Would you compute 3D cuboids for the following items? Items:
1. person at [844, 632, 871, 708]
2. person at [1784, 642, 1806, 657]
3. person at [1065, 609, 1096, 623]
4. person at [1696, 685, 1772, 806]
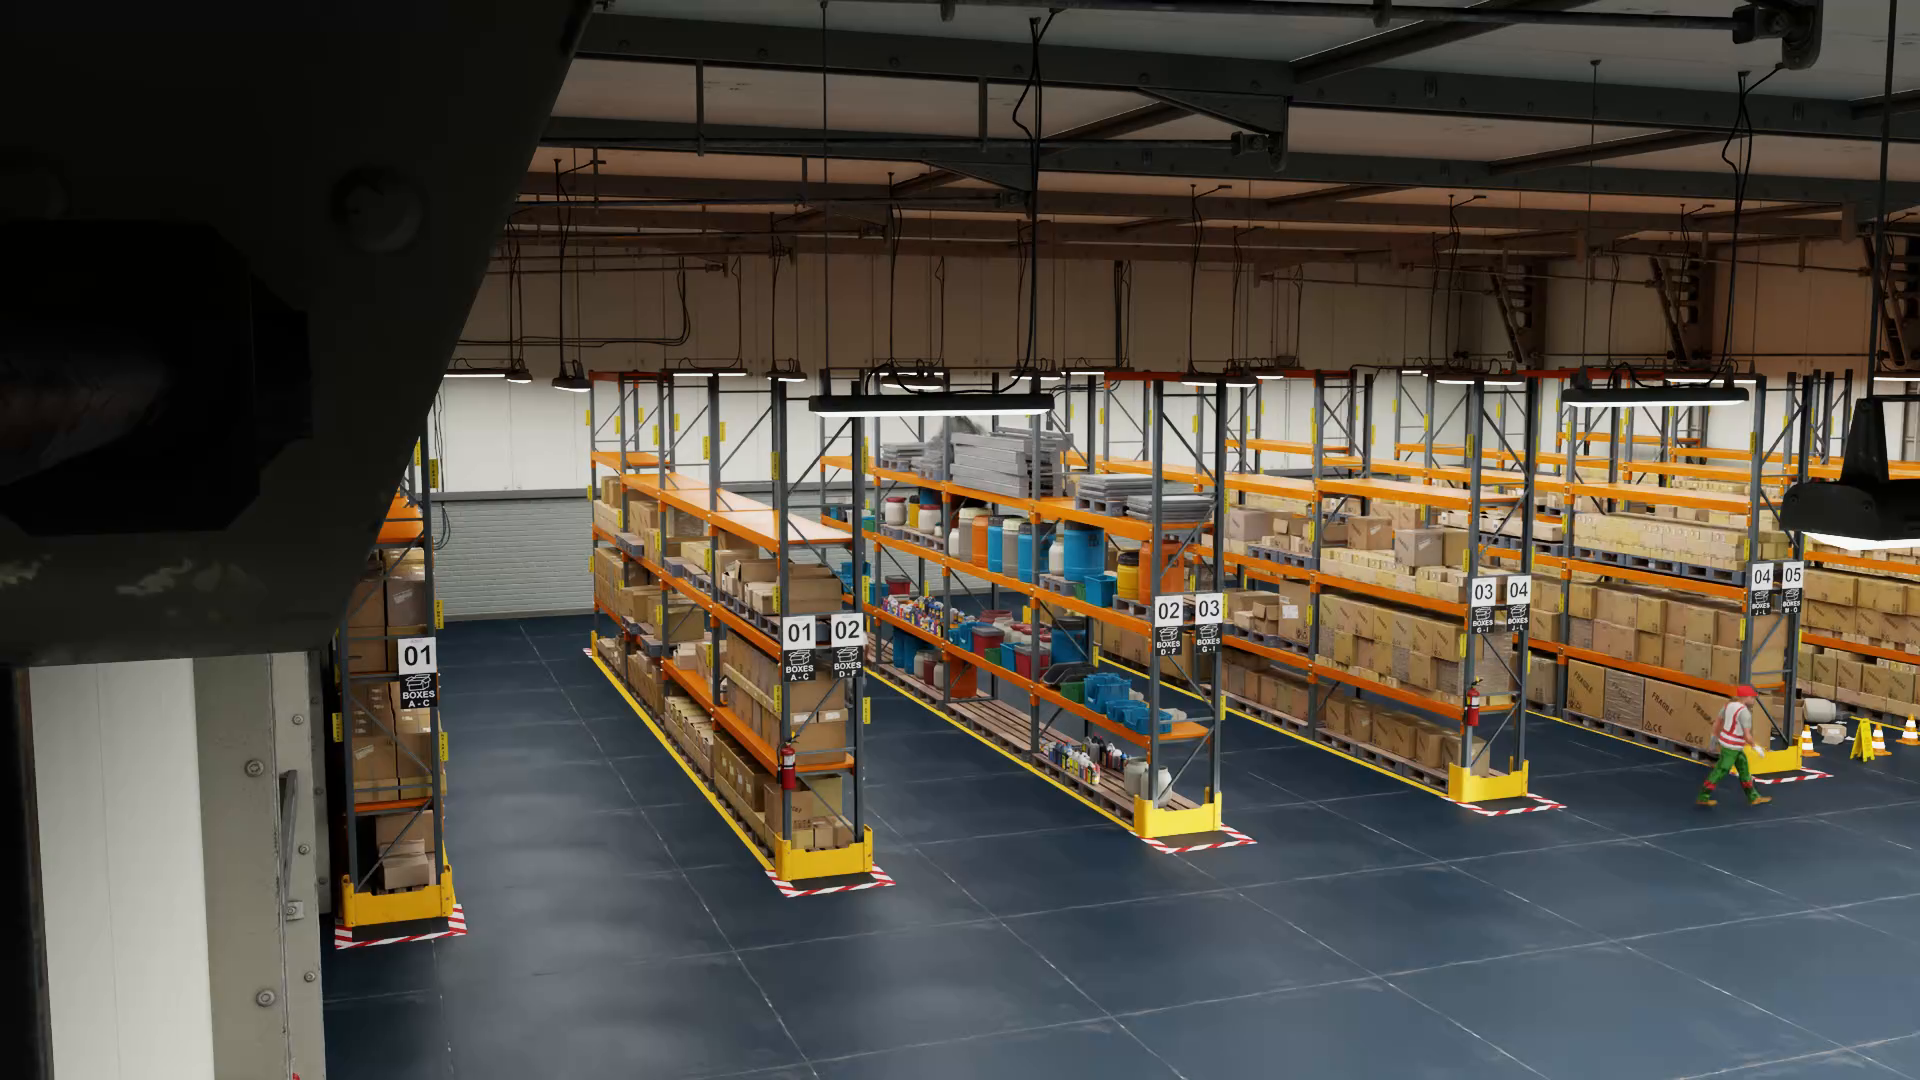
[{"bbox_3d":[-1.913,2.207,29.669,0.691,1.653,0.763,-4,7,-31],"label":"person"},{"bbox_3d":[16.623,1.882,32.957,0.729,1.593,0.959,-4,8,-33],"label":"person"},{"bbox_3d":[2.417,1.848,32.755,0.553,1.630,0.607,-2,7,-21],"label":"person"},{"bbox_3d":[10.808,2.859,23.095,1.045,1.717,0.610,1,6,9],"label":"person"}]
